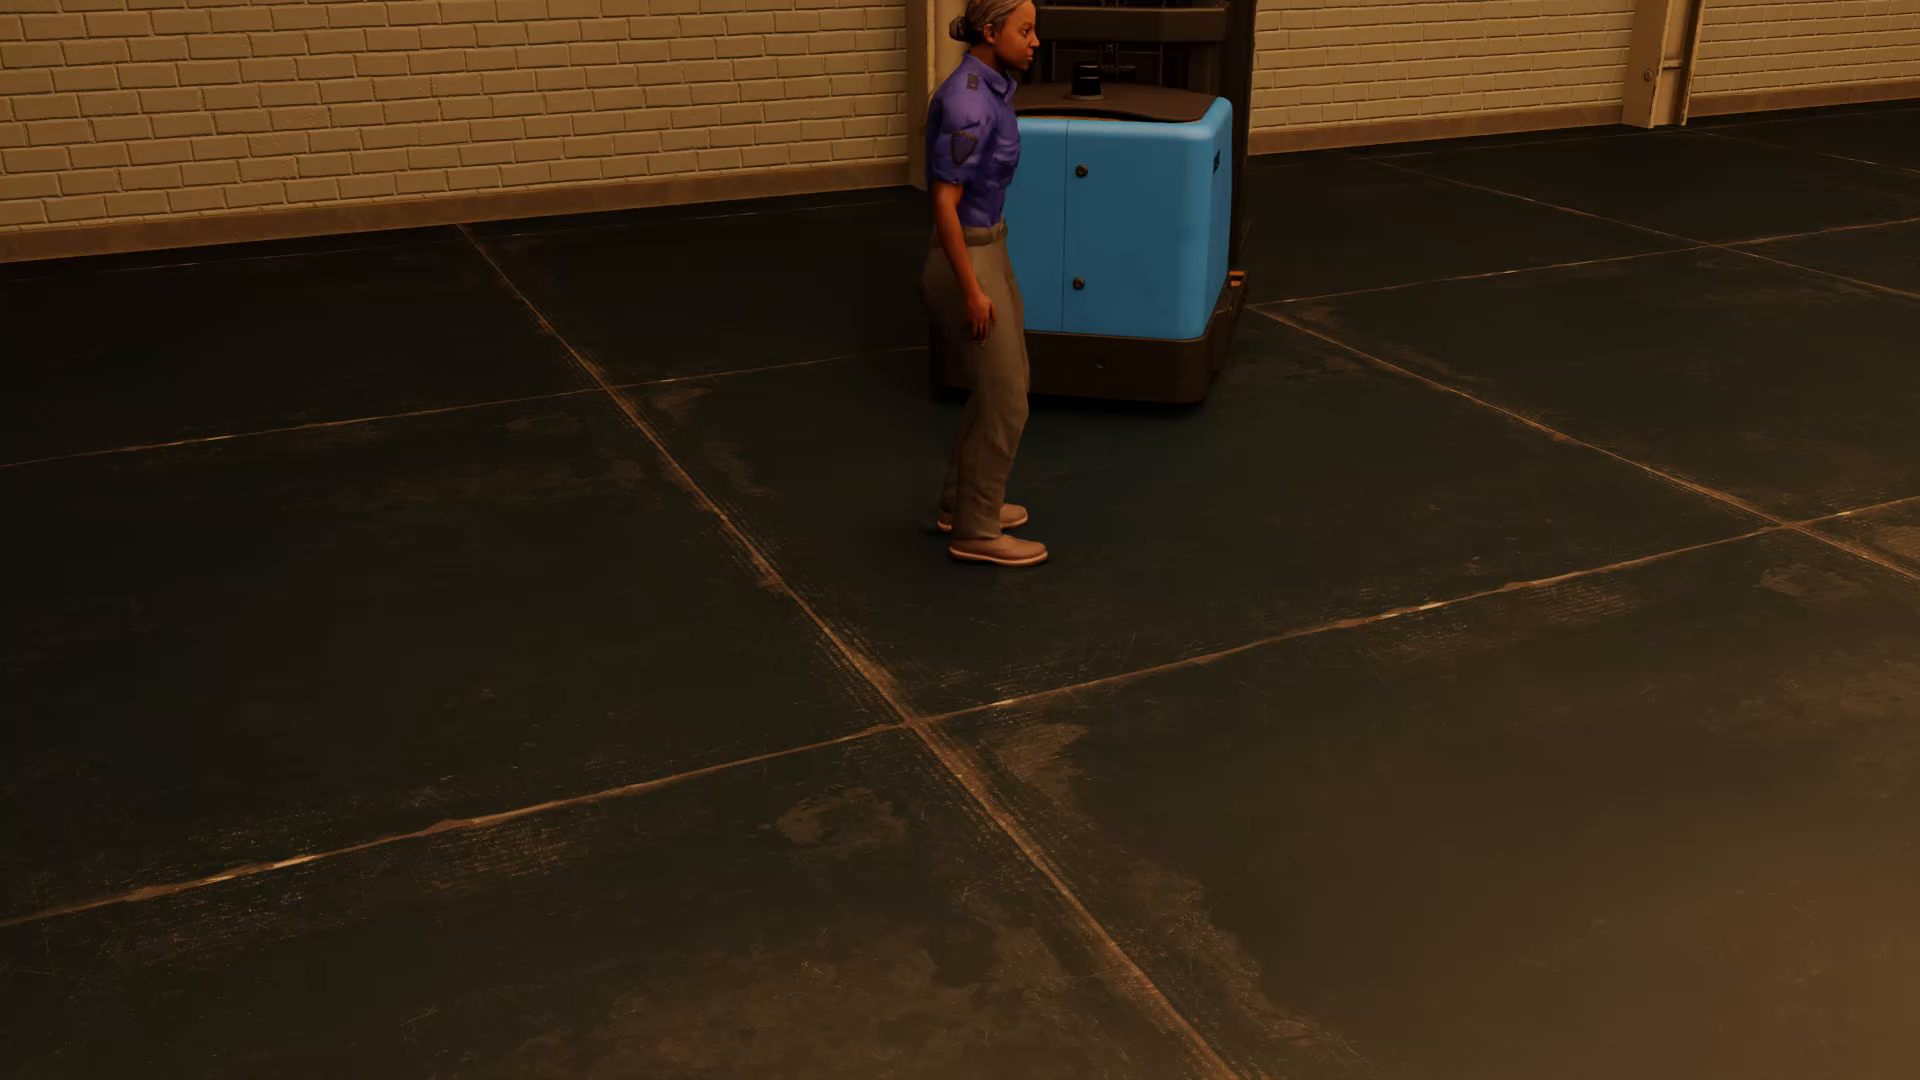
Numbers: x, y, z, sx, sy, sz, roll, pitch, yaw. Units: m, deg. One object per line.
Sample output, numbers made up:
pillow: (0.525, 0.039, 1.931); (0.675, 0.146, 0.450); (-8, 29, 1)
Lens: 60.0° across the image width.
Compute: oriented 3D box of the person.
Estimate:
person: (0.090, -0.751, 4.782); (0.400, 1.639, 0.547); (4, 23, 11)

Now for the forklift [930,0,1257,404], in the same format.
forklift: (0.729, -2.392, 7.043); (1.130, 2.935, 3.031); (5, 23, 13)
